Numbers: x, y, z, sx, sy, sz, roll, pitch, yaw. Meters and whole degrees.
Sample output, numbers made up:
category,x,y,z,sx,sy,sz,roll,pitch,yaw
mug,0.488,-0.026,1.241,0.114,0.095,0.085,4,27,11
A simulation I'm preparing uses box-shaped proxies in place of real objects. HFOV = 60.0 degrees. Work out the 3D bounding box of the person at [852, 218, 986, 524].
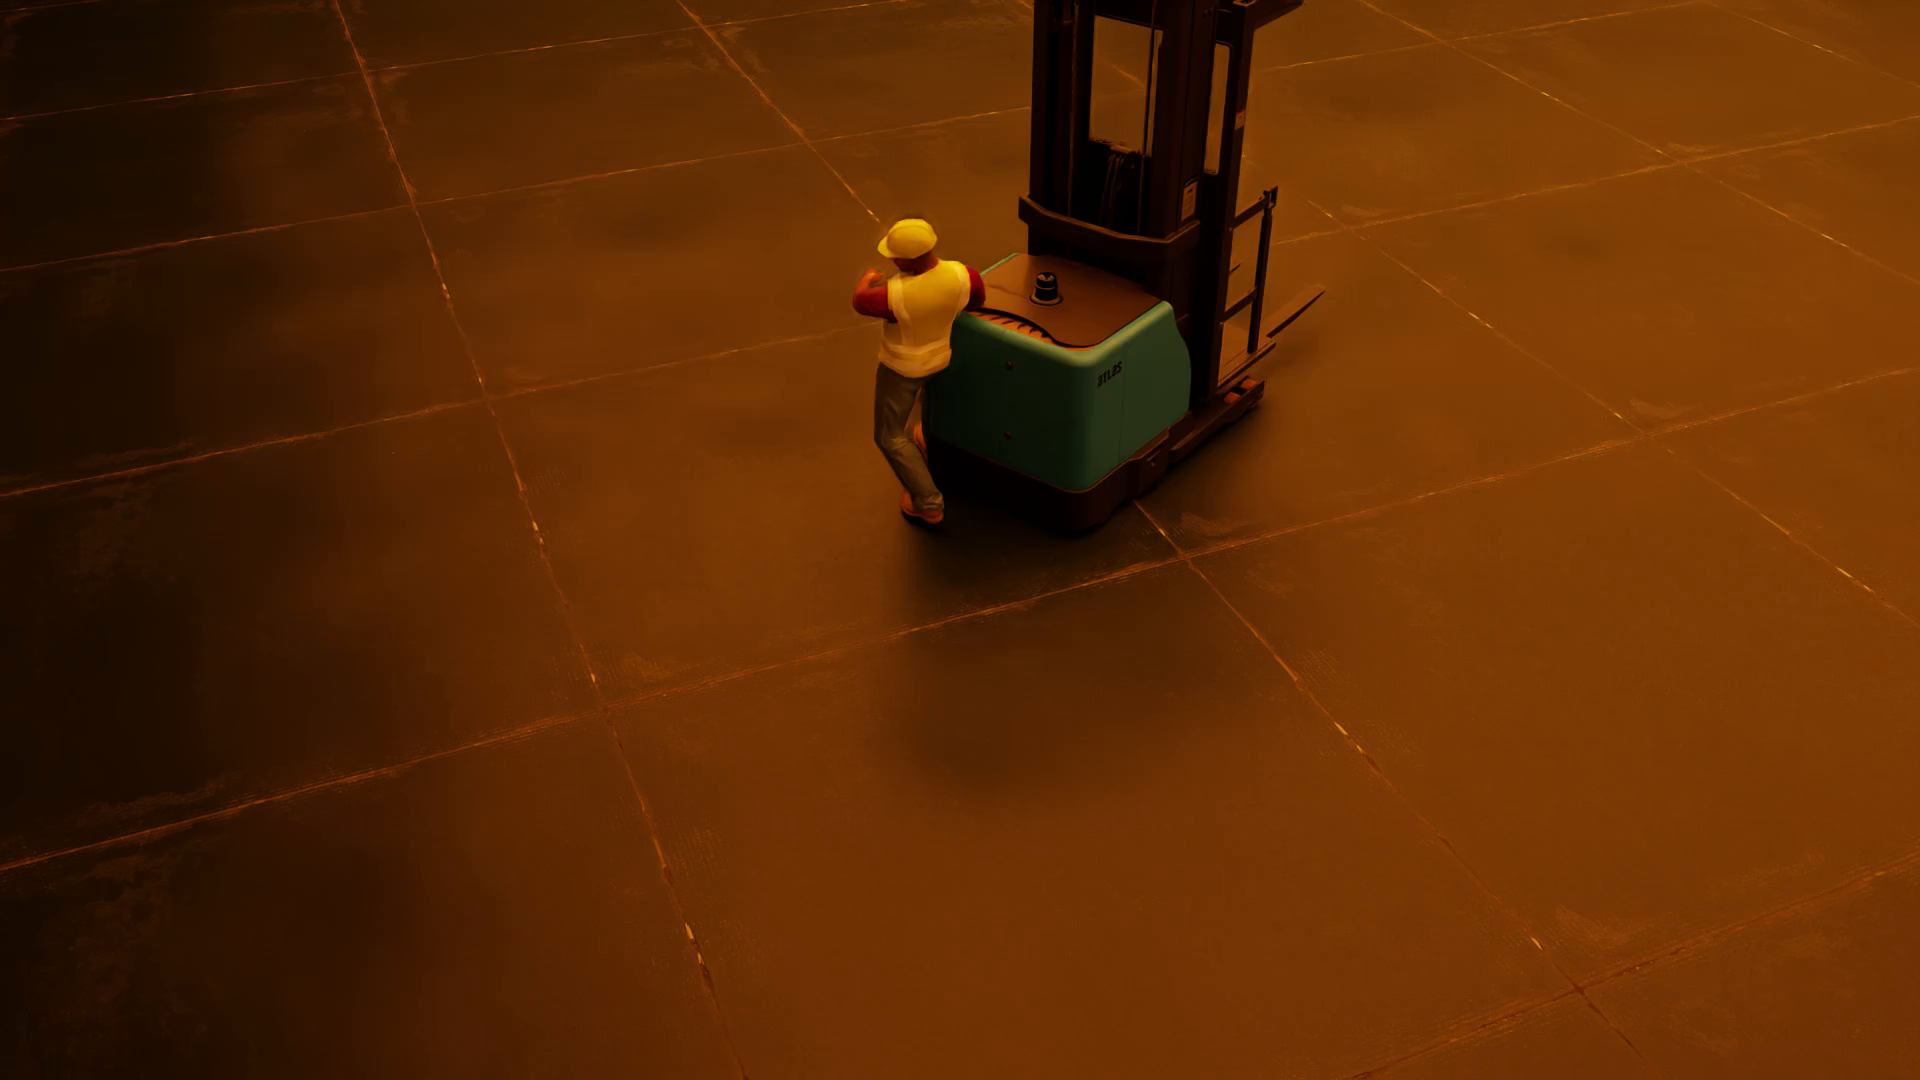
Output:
category,x,y,z,sx,sy,sz,roll,pitch,yaw
person,-0.175,-1.004,8.637,0.800,1.658,0.877,-28,44,-33

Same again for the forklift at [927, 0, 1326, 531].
category,x,y,z,sx,sy,sz,roll,pitch,yaw
forklift,1.120,-2.035,8.960,1.130,2.935,3.031,24,42,30
